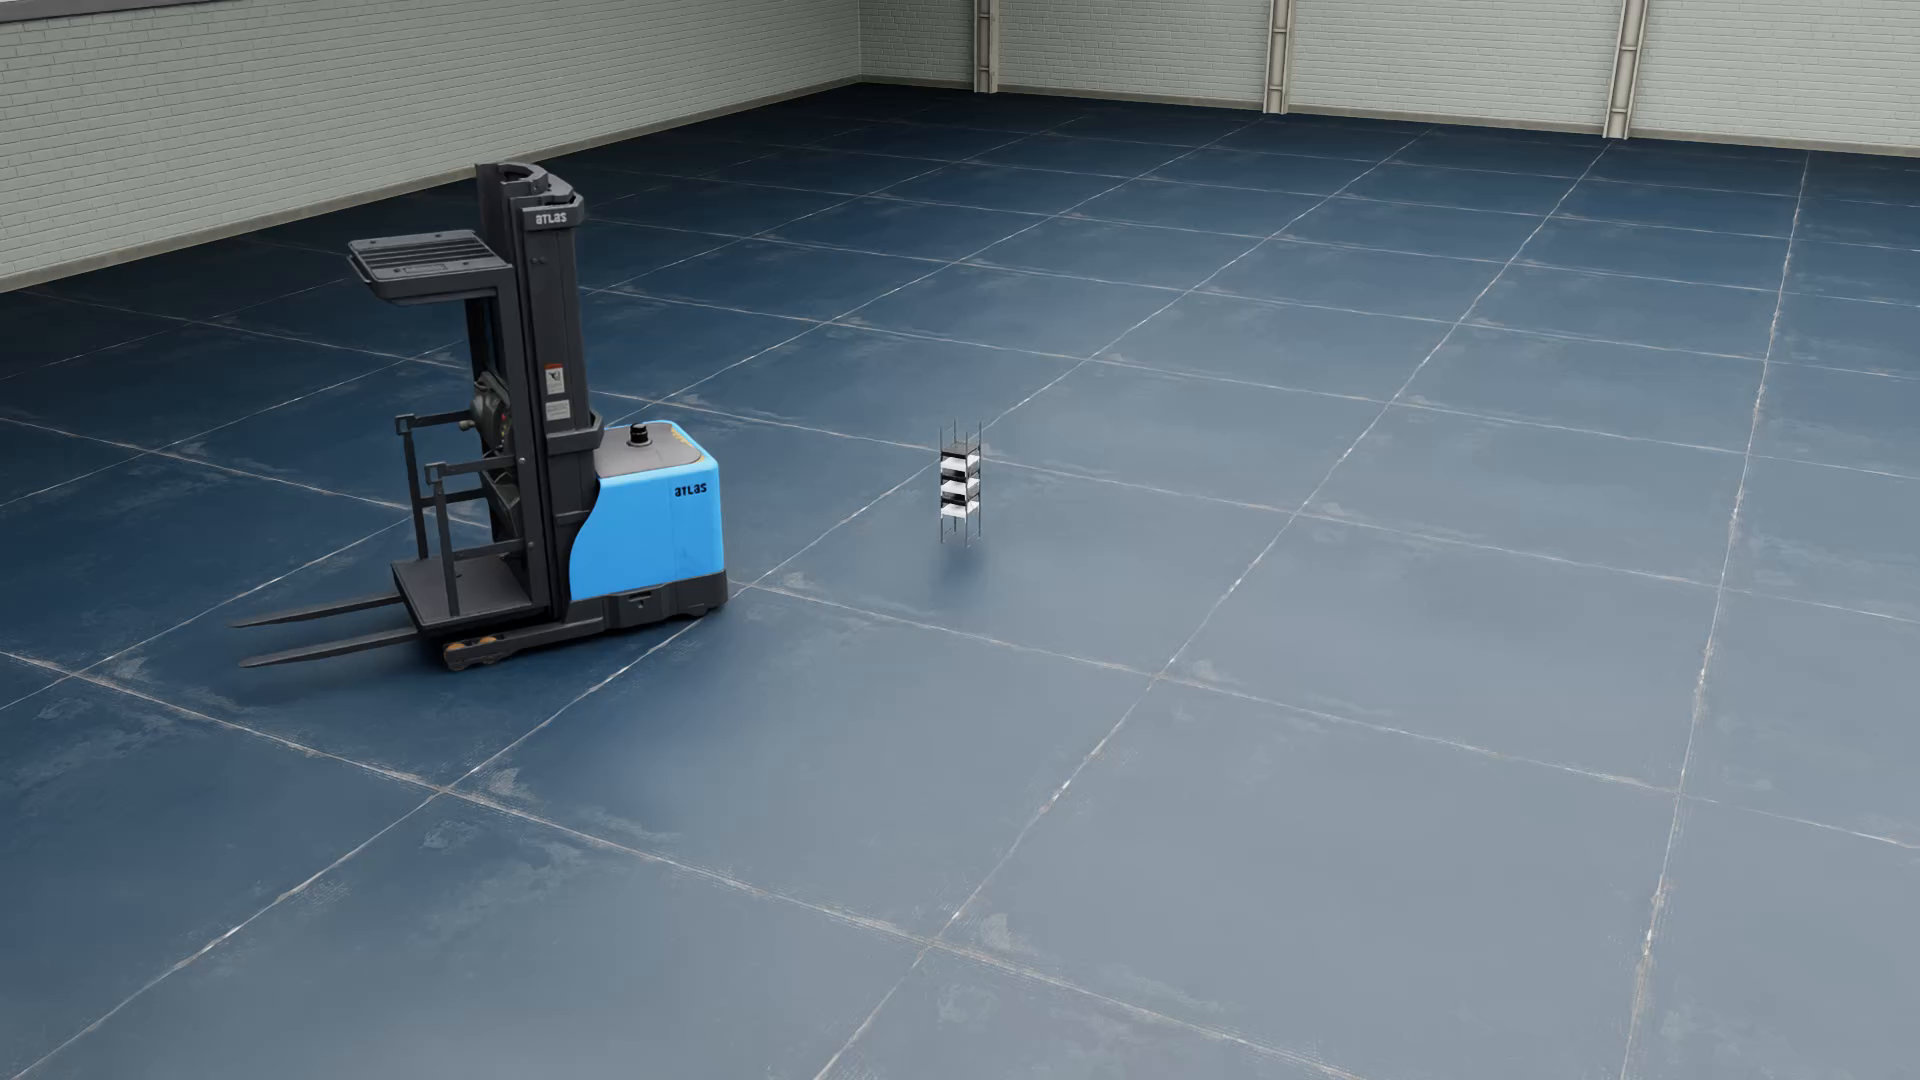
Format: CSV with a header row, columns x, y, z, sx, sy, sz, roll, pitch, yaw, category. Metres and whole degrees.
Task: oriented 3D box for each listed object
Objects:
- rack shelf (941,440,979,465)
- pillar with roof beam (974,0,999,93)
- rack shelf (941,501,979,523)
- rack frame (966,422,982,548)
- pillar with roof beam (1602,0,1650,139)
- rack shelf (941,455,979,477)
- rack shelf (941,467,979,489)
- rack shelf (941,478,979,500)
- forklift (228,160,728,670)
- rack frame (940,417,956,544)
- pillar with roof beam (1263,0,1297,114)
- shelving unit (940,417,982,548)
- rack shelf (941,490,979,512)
x,y,z,sx,sy,sz,roll,pitch,yaw,category
0.007,-0.630,11.978,0.200,0.077,0.258,11,25,25,rack shelf
-1.421,-11.658,28.165,0.400,9.000,9.100,11,25,25,pillar with roof beam
0.007,-0.216,12.154,0.200,0.077,0.258,11,25,25,rack shelf
0.098,-0.395,12.028,0.006,0.900,0.240,11,25,25,rack frame
9.288,-9.540,23.183,0.400,9.000,9.100,11,25,25,pillar with roof beam
0.007,-0.548,12.013,0.200,0.077,0.258,11,25,25,rack shelf
0.007,-0.465,12.048,0.200,0.077,0.258,11,25,25,rack shelf
0.007,-0.382,12.084,0.200,0.077,0.258,11,25,25,rack shelf
-3.100,-0.774,10.324,3.031,2.935,1.130,-11,26,-25,forklift
-0.083,-0.431,12.113,0.006,0.900,0.240,11,25,25,rack frame
3.934,-10.599,25.674,0.400,9.000,9.100,11,25,25,pillar with roof beam
0.007,-0.413,12.071,0.210,0.900,0.258,11,25,25,shelving unit
0.007,-0.299,12.119,0.200,0.077,0.258,11,25,25,rack shelf
